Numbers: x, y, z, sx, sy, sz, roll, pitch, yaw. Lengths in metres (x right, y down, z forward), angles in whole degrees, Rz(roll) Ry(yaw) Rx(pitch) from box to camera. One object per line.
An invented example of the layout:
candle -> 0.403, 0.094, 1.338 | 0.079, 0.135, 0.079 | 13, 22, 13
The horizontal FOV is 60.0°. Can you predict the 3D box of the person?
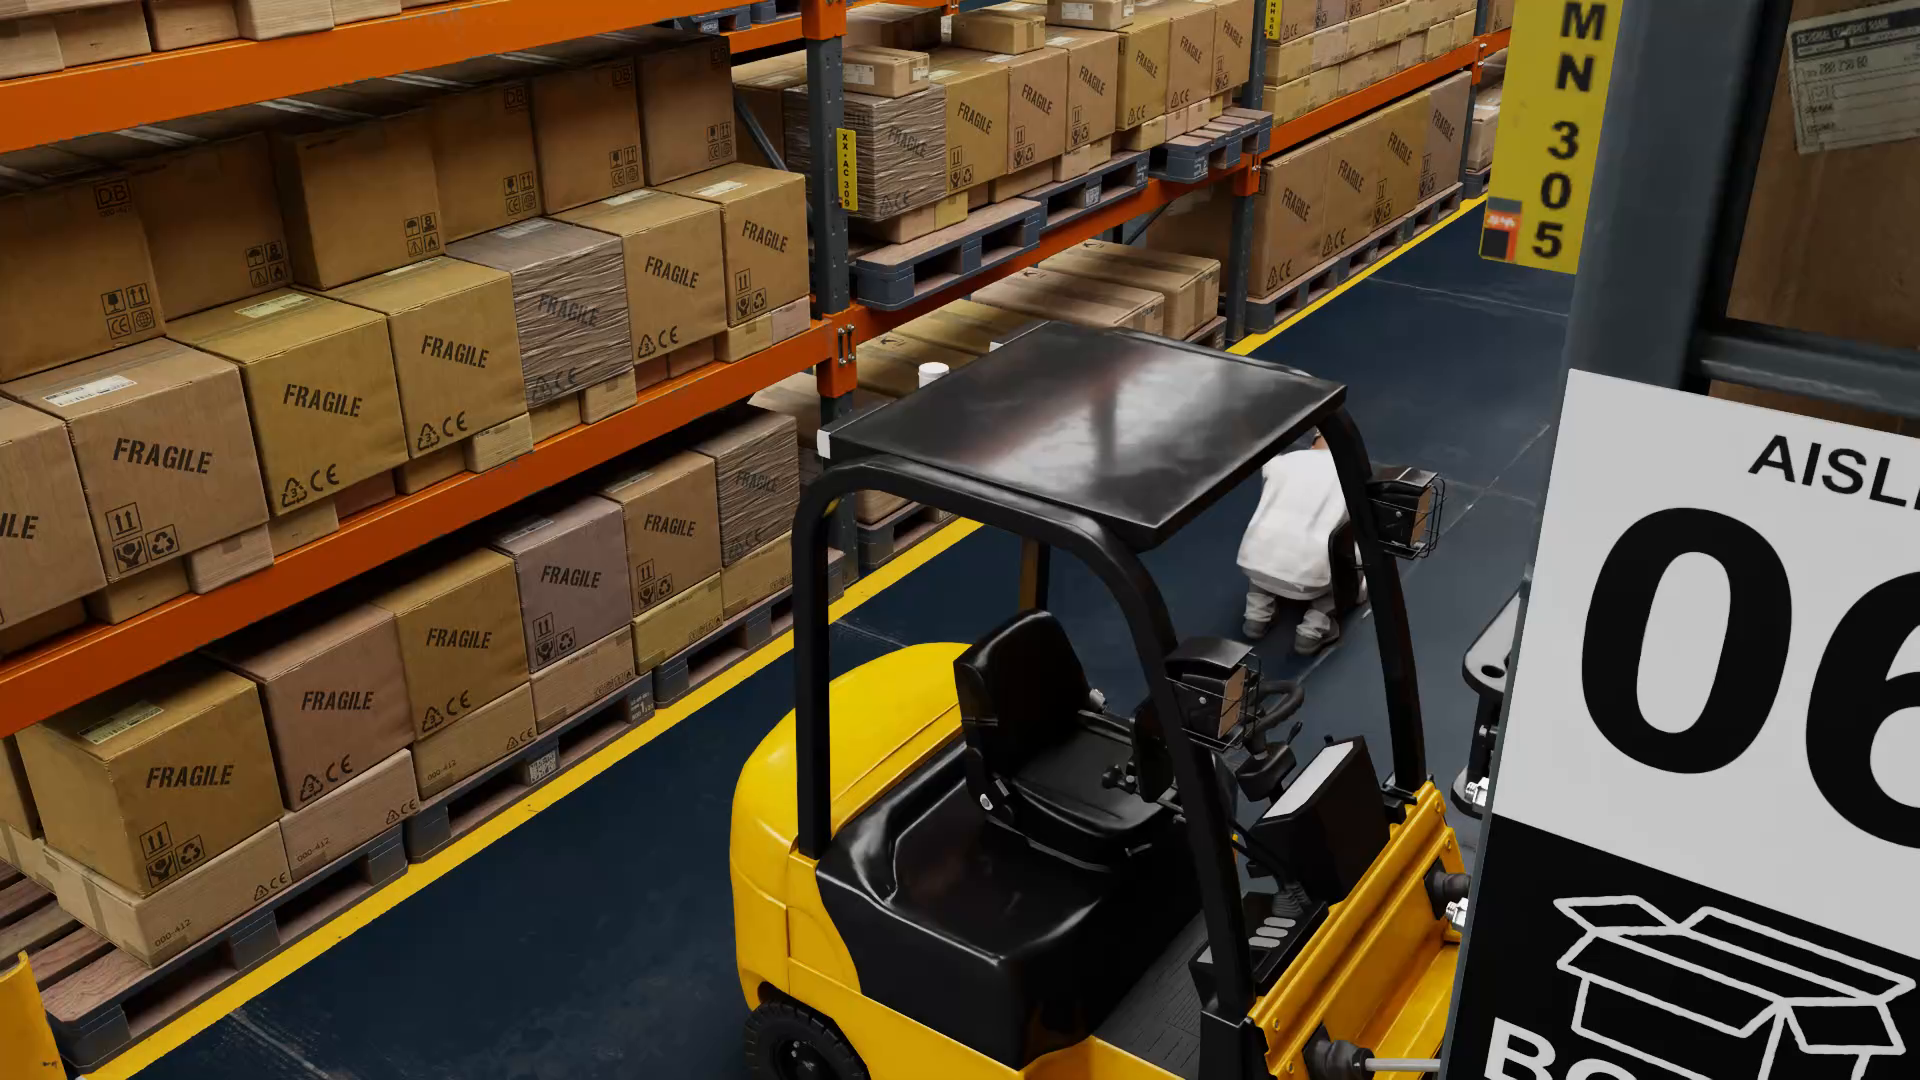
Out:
person -> 1.510, 0.016, 7.224 | 0.556, 0.878, 0.908 | 17, 31, 30
